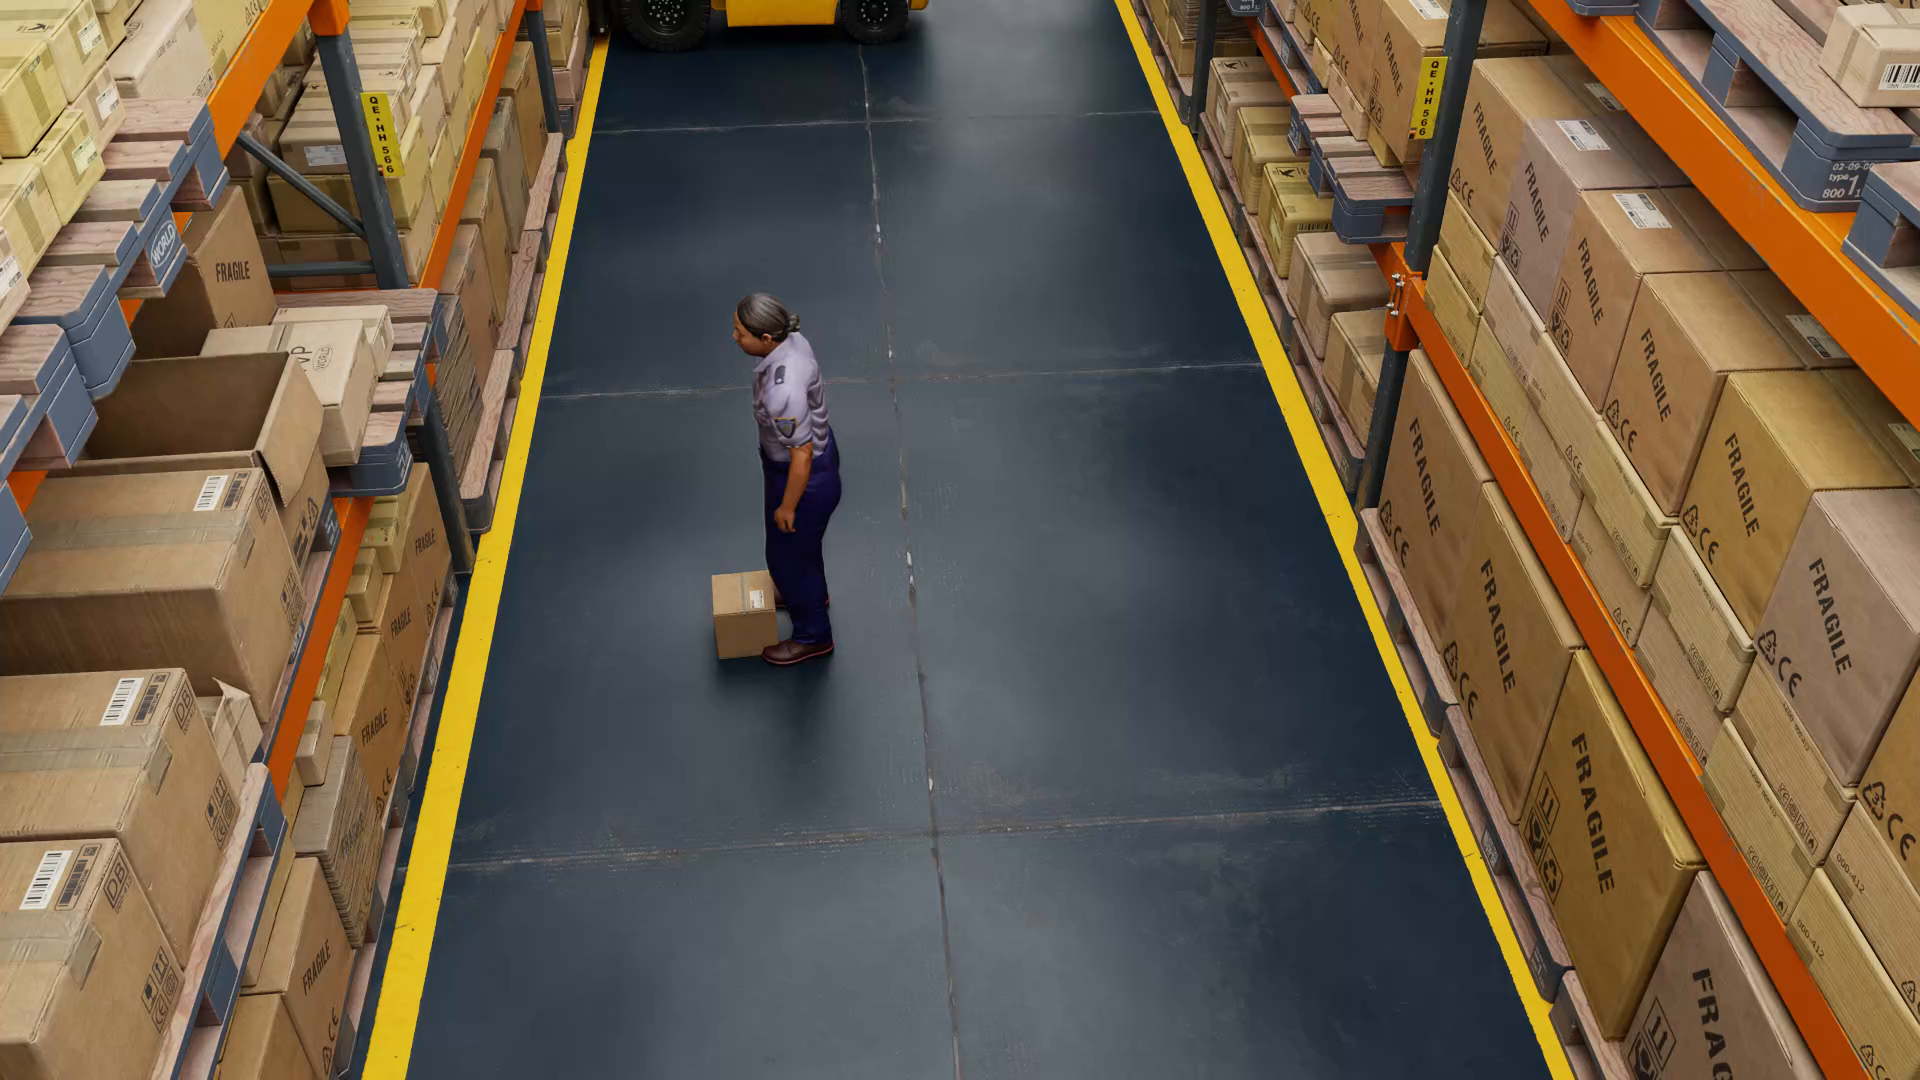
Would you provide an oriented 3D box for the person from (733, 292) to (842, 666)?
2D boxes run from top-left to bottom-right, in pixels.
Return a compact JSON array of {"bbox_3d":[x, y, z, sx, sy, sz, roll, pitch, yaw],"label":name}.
[{"bbox_3d":[-0.651,-0.257,6.475,0.373,1.651,0.537,-3,39,-4],"label":"person"}]
